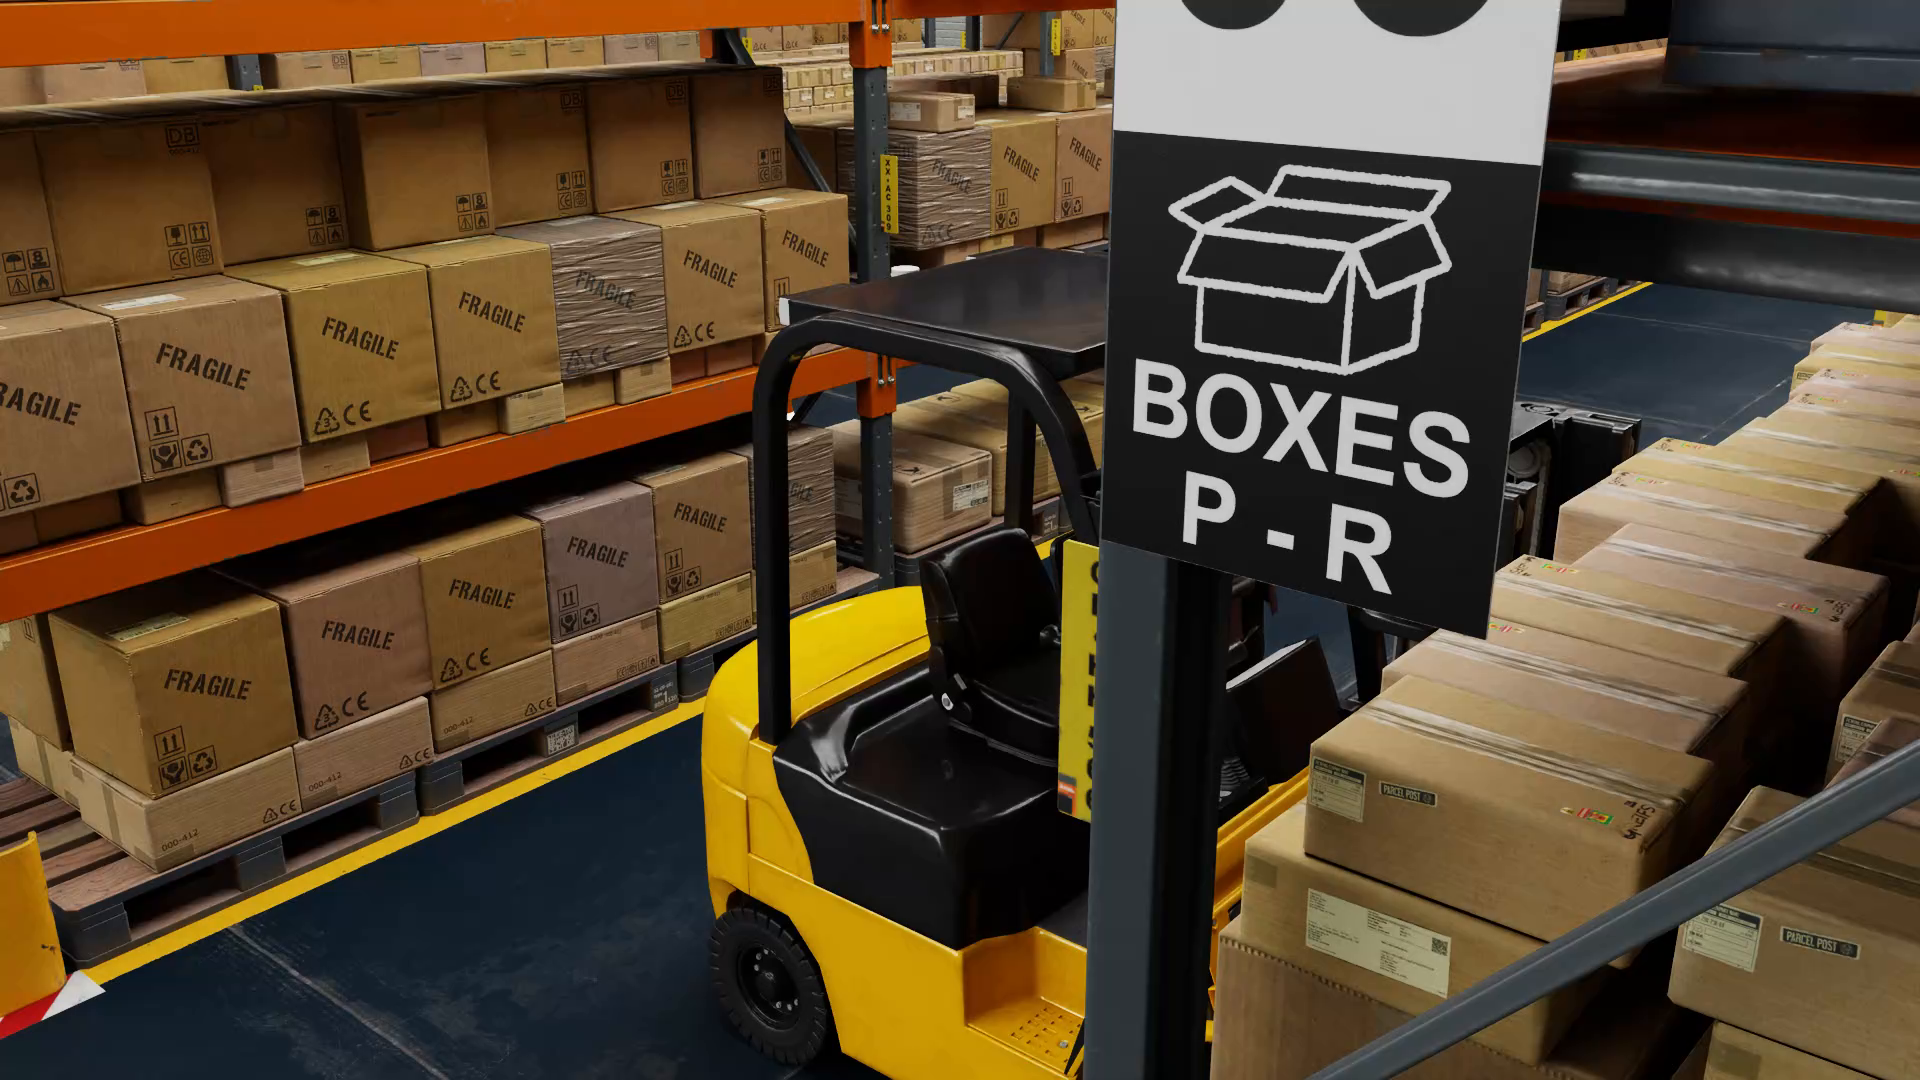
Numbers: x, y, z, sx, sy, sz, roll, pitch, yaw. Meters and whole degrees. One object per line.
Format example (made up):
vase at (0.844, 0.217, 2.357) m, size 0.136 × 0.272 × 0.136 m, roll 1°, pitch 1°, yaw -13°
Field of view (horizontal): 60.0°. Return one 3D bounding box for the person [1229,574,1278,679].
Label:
person at (0.927, 0.085, 5.862) m, size 0.428 × 1.773 × 0.643 m, roll 16°, pitch 25°, yaw 37°
